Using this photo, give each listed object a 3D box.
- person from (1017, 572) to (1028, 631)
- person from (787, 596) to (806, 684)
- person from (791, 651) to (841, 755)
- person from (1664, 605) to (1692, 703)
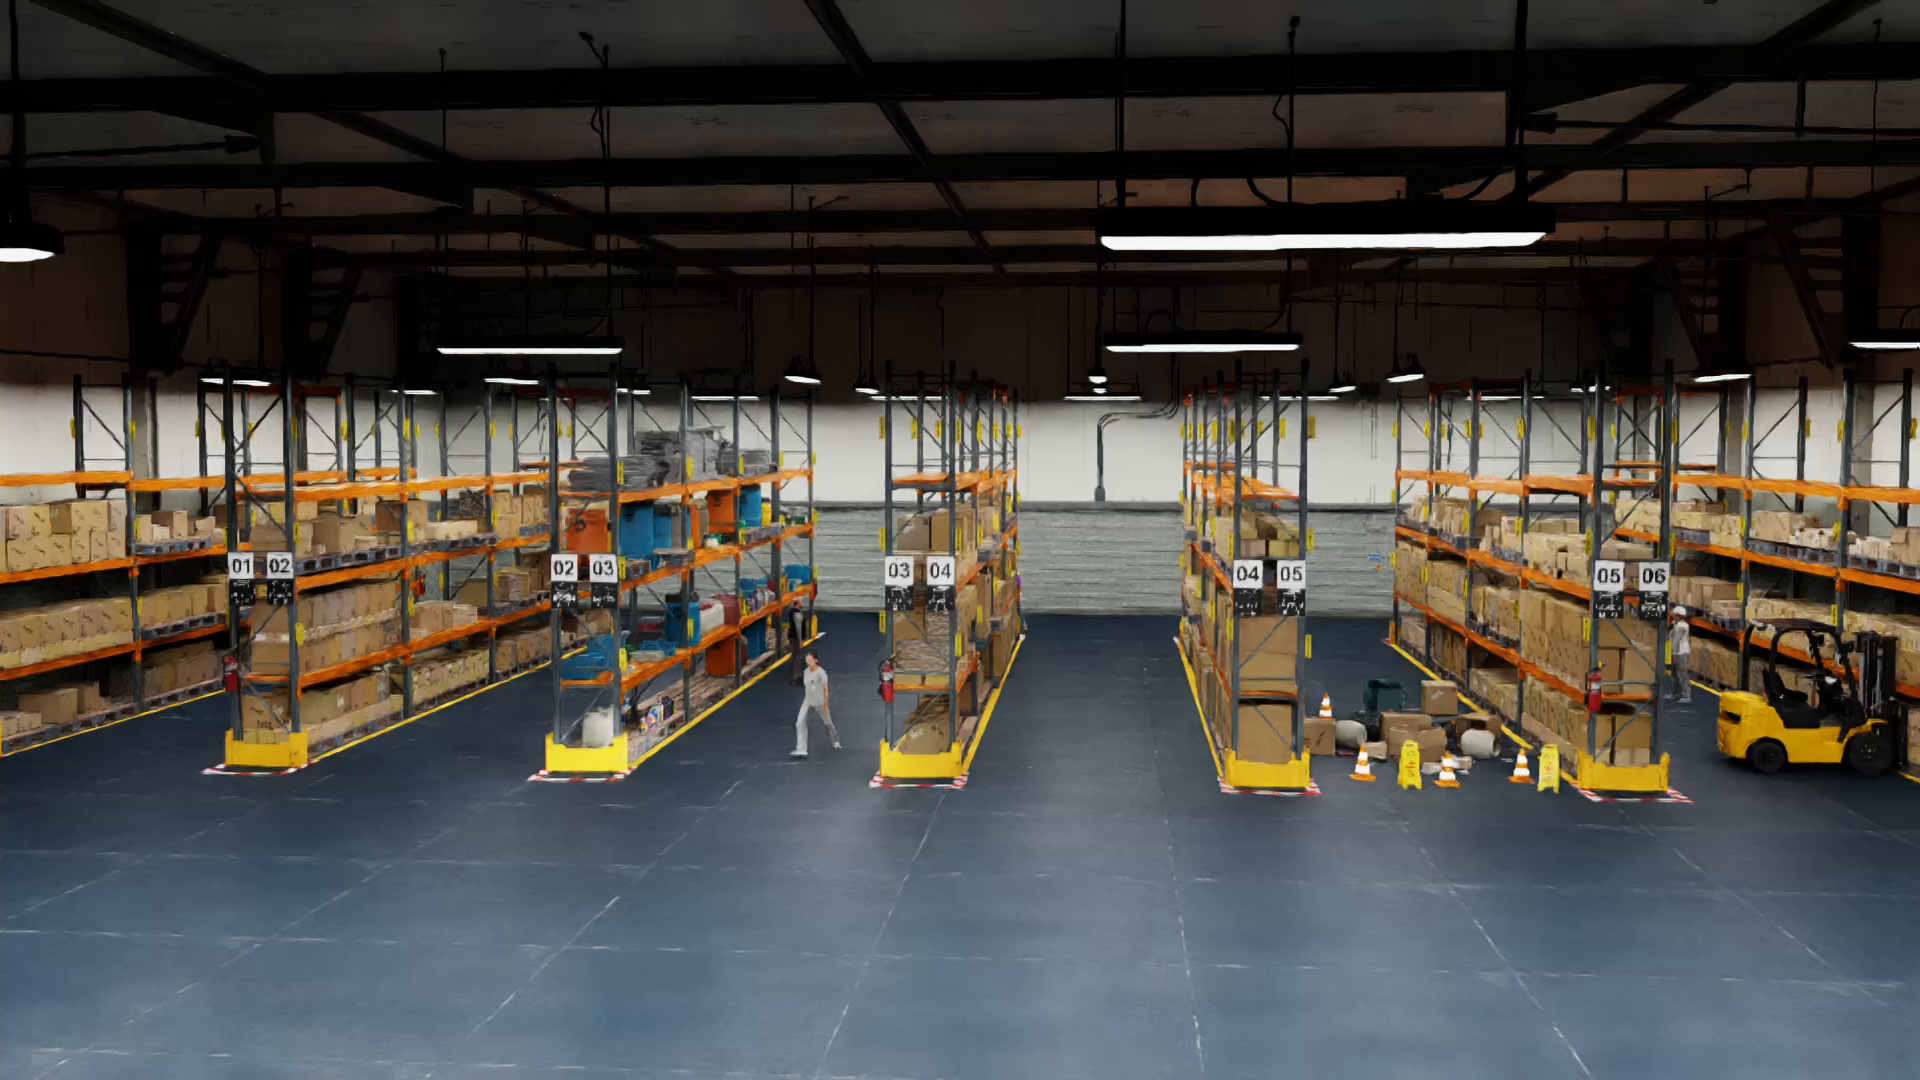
[{"bbox_3d":[1.388,1.404,41.529,0.535,1.759,0.658,-2,4,-23],"label":"person"},{"bbox_3d":[-3.204,1.960,32.876,0.401,1.726,0.611,-1,4,-17],"label":"person"},{"bbox_3d":[-2.208,2.502,25.757,0.494,1.609,0.954,2,4,26],"label":"person"},{"bbox_3d":[13.221,2.087,30.660,0.586,1.768,0.639,2,4,29],"label":"person"}]
